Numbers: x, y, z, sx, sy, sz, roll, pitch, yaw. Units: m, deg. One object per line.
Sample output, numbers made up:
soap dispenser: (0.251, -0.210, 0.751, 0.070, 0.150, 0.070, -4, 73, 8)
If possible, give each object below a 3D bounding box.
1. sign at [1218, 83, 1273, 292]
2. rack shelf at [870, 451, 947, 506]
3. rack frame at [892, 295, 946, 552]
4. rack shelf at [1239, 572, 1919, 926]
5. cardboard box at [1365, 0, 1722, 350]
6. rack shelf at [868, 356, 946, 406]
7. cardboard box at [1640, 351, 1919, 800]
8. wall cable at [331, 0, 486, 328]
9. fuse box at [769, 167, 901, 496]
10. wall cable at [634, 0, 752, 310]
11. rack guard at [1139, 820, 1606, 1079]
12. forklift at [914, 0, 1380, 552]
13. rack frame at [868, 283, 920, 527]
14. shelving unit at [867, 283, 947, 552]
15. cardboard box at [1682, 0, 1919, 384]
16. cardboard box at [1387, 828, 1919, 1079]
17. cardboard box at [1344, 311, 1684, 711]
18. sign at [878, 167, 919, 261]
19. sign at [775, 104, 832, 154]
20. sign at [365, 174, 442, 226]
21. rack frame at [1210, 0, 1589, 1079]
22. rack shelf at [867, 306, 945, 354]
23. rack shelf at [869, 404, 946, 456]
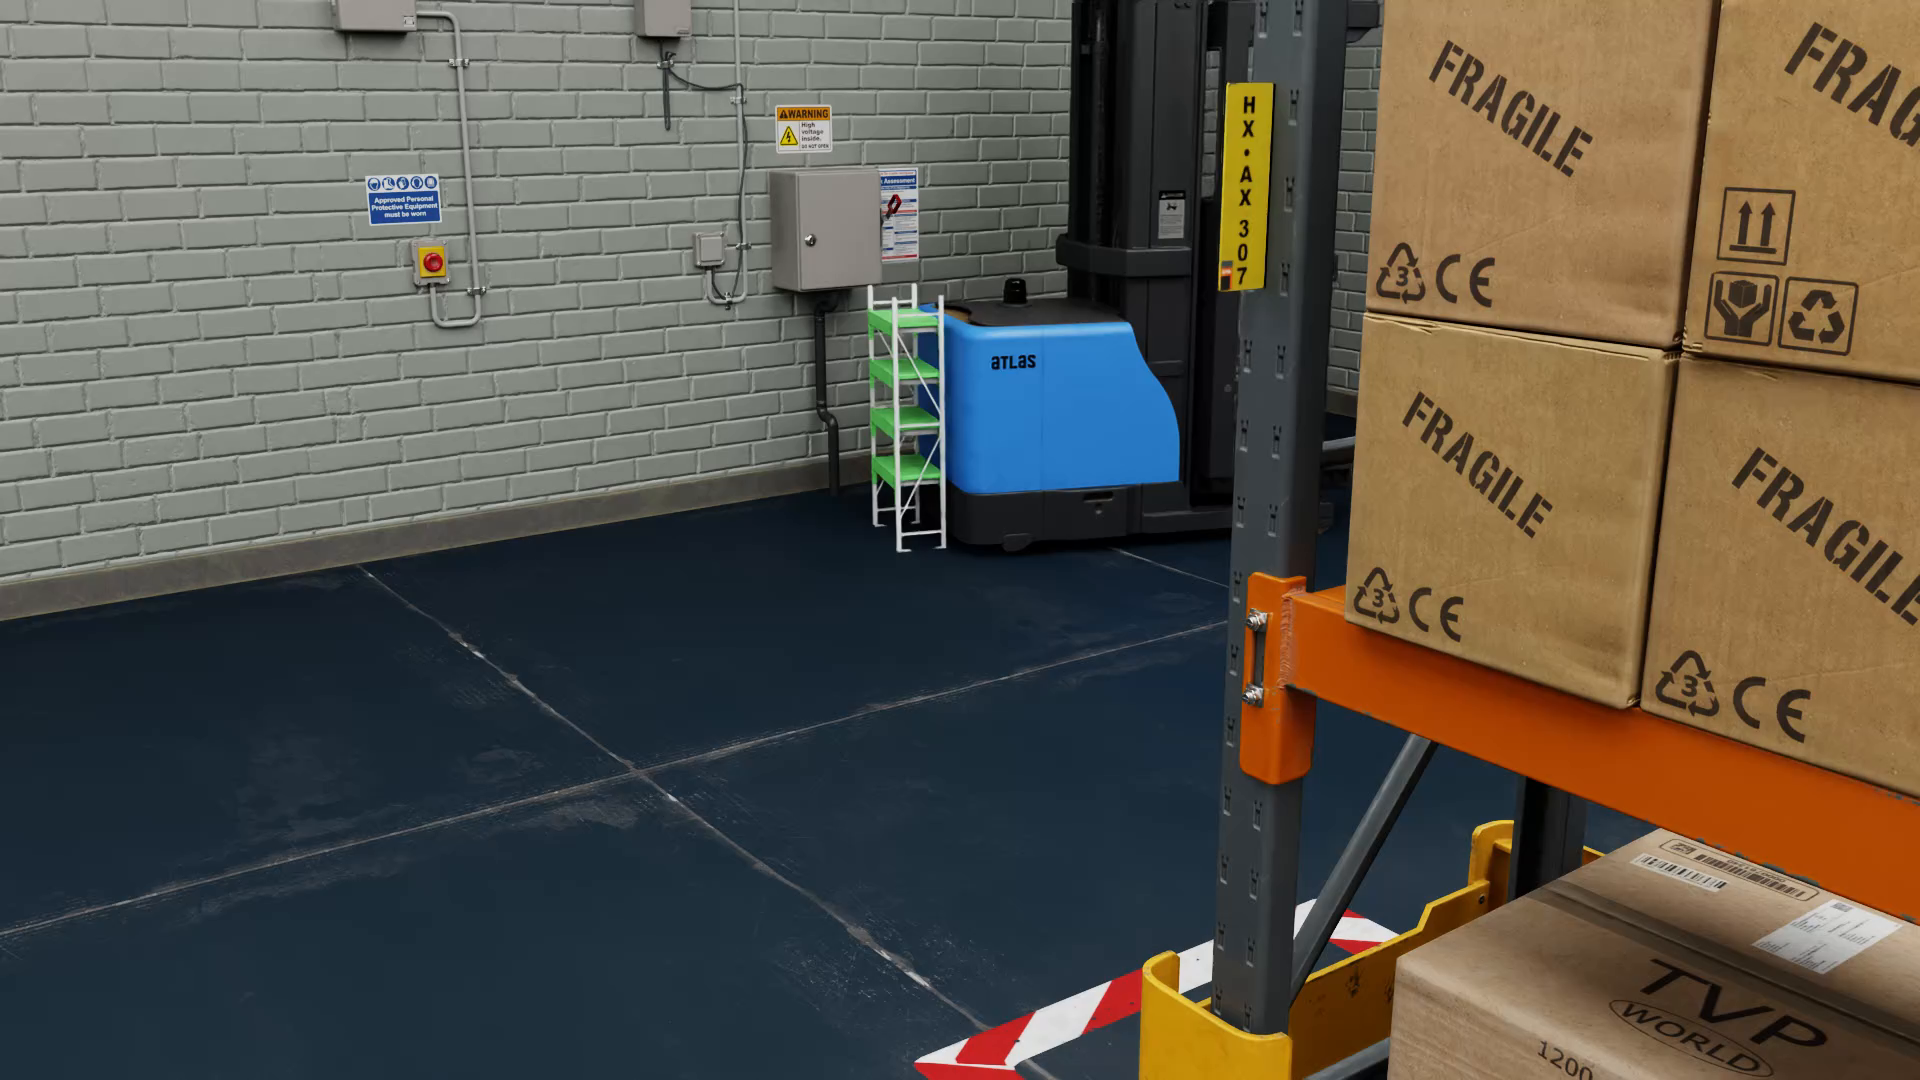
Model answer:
sign: (0.458, -0.565, 2.669, 0.100, 0.325, 0.005, -11, 19, -35)
rack shelf: (-0.252, -0.301, 8.049, 0.258, 0.148, 0.480, -5, 16, -15)
rack frame: (-0.188, -0.532, 7.742, 0.240, 1.200, 0.015, -5, 16, -15)
rack shelf: (2.087, 0.580, 1.638, 1.077, 0.370, 4.000, -11, 19, -35)
cardboard box: (0.963, -0.578, 2.422, 0.500, 0.500, 0.500, -11, 19, -36)
rack shelf: (-0.257, -0.763, 7.921, 0.258, 0.148, 0.480, -5, 16, -15)
cardboard box: (1.281, 0.008, 2.174, 0.500, 0.500, 0.500, -11, 19, -35)
wall cable: (-2.424, -1.900, 7.351, 0.585, 1.953, 0.123, -11, 19, -35)
fuse box: (-0.639, -1.068, 8.737, 0.539, 1.711, 0.414, -11, 19, -35)
wall cable: (-1.283, -2.107, 8.169, 0.588, 1.984, 0.122, -11, 19, -35)
rack guard: (0.897, 1.006, 3.452, 1.175, 0.500, 0.348, -11, 19, -35)
forklift: (1.337, -1.557, 8.212, 3.031, 2.935, 1.130, -4, 16, -15)
rack frame: (-0.323, -0.656, 8.194, 0.240, 1.200, 0.015, -5, 16, -15)
shelving unit: (-0.255, -0.594, 7.968, 0.258, 1.200, 0.503, -5, 16, -15)
cardboard box: (1.272, -0.469, 2.023, 0.500, 0.500, 0.500, -11, 19, -36)
cardboard box: (1.380, 0.964, 2.928, 0.875, 0.438, 0.875, -12, 19, -36)
cardboard box: (0.961, -0.095, 2.553, 0.500, 0.500, 0.500, -11, 19, -35)
sign: (-0.361, -1.765, 9.021, 0.329, 0.494, 0.001, -11, 19, -35)
sign: (-0.805, -2.123, 8.588, 0.339, 0.242, 0.001, -11, 19, -35)
sign: (-2.499, -1.531, 7.474, 0.327, 0.218, 0.001, -11, 19, -35)
rack frame: (0.911, -0.194, 3.103, 1.000, 3.000, 0.127, -11, 19, -35)
rack shelf: (-0.259, -0.995, 7.857, 0.258, 0.148, 0.480, -5, 16, -15)
rack shelf: (-0.254, -0.532, 7.985, 0.258, 0.148, 0.480, -5, 16, -15)
